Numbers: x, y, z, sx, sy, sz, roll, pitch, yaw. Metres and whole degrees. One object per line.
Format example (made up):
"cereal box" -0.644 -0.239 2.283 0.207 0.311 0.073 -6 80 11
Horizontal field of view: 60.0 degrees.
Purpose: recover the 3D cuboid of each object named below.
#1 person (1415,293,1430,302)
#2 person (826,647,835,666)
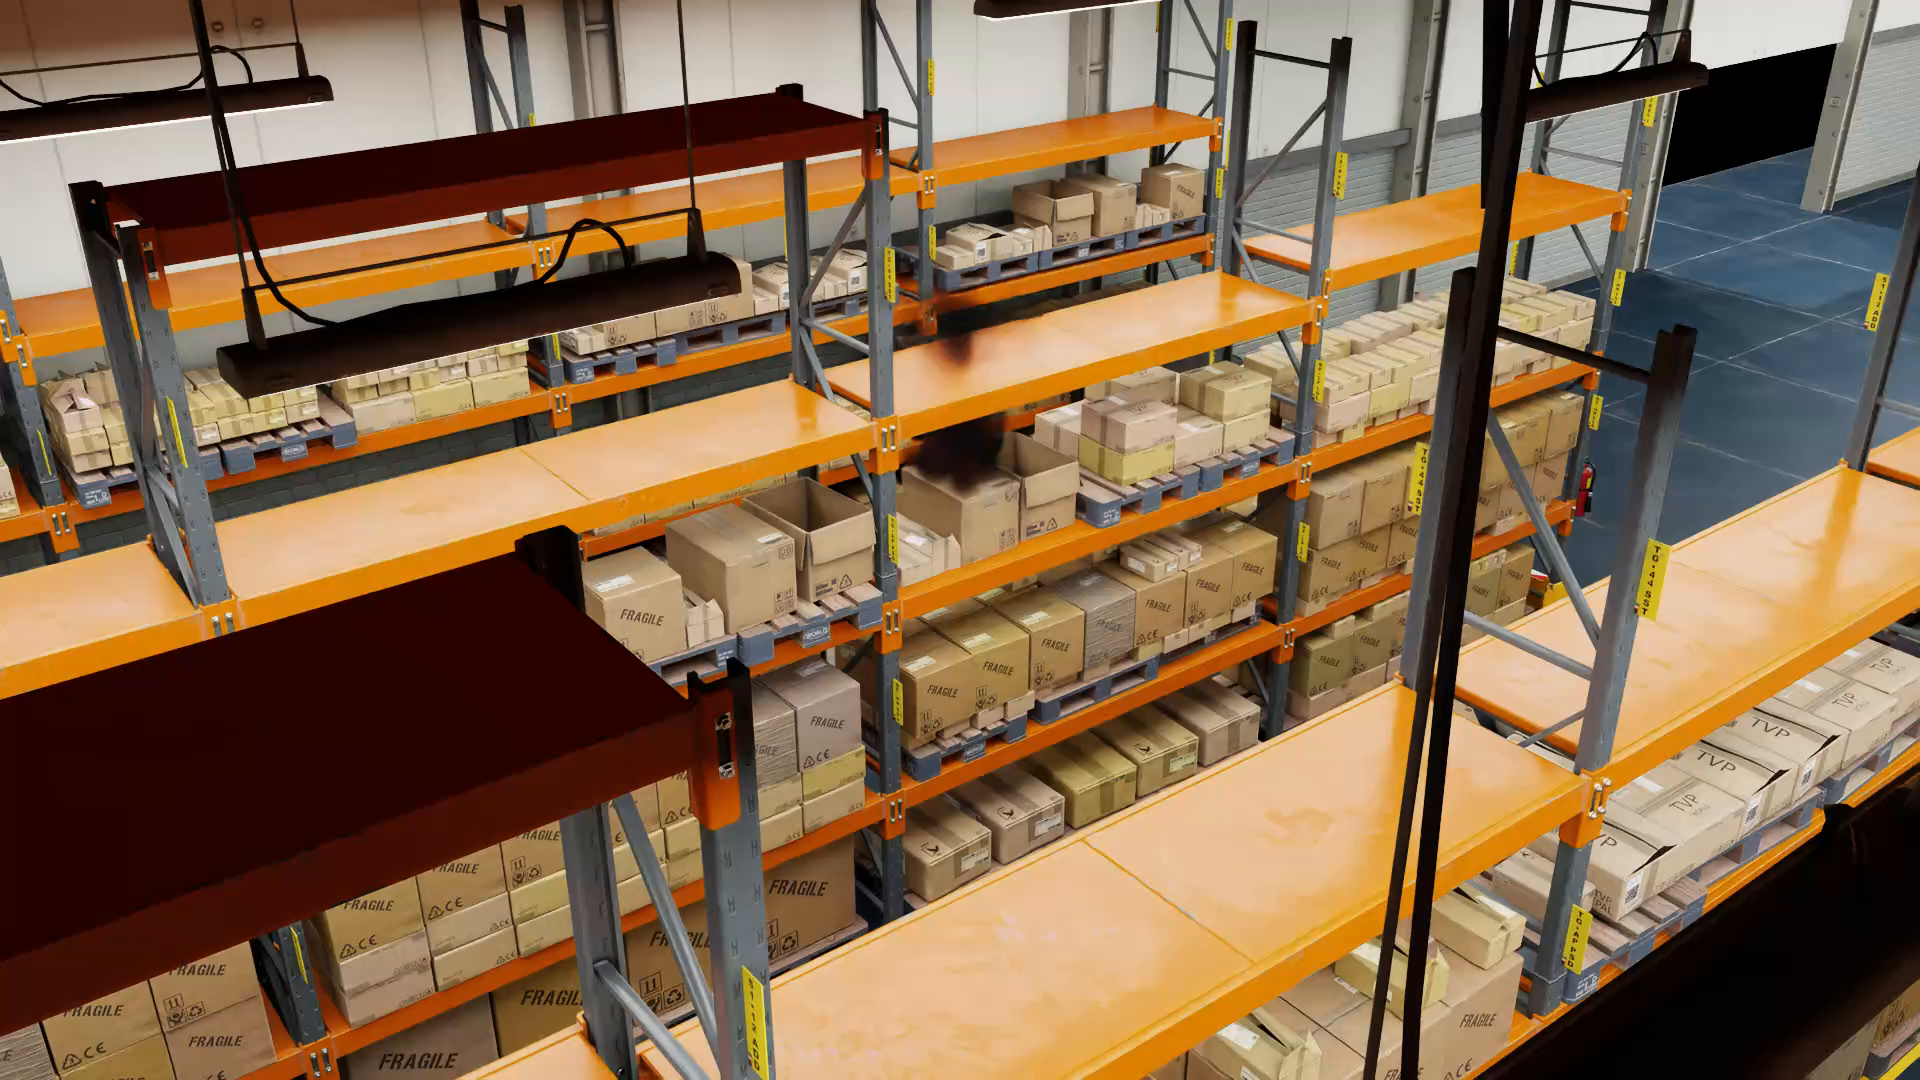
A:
"person" 5.623 -2.212 20.628 0.871 1.728 0.685 -17 31 -31
"person" -1.105 1.003 14.032 0.957 1.762 0.687 -22 34 -37
